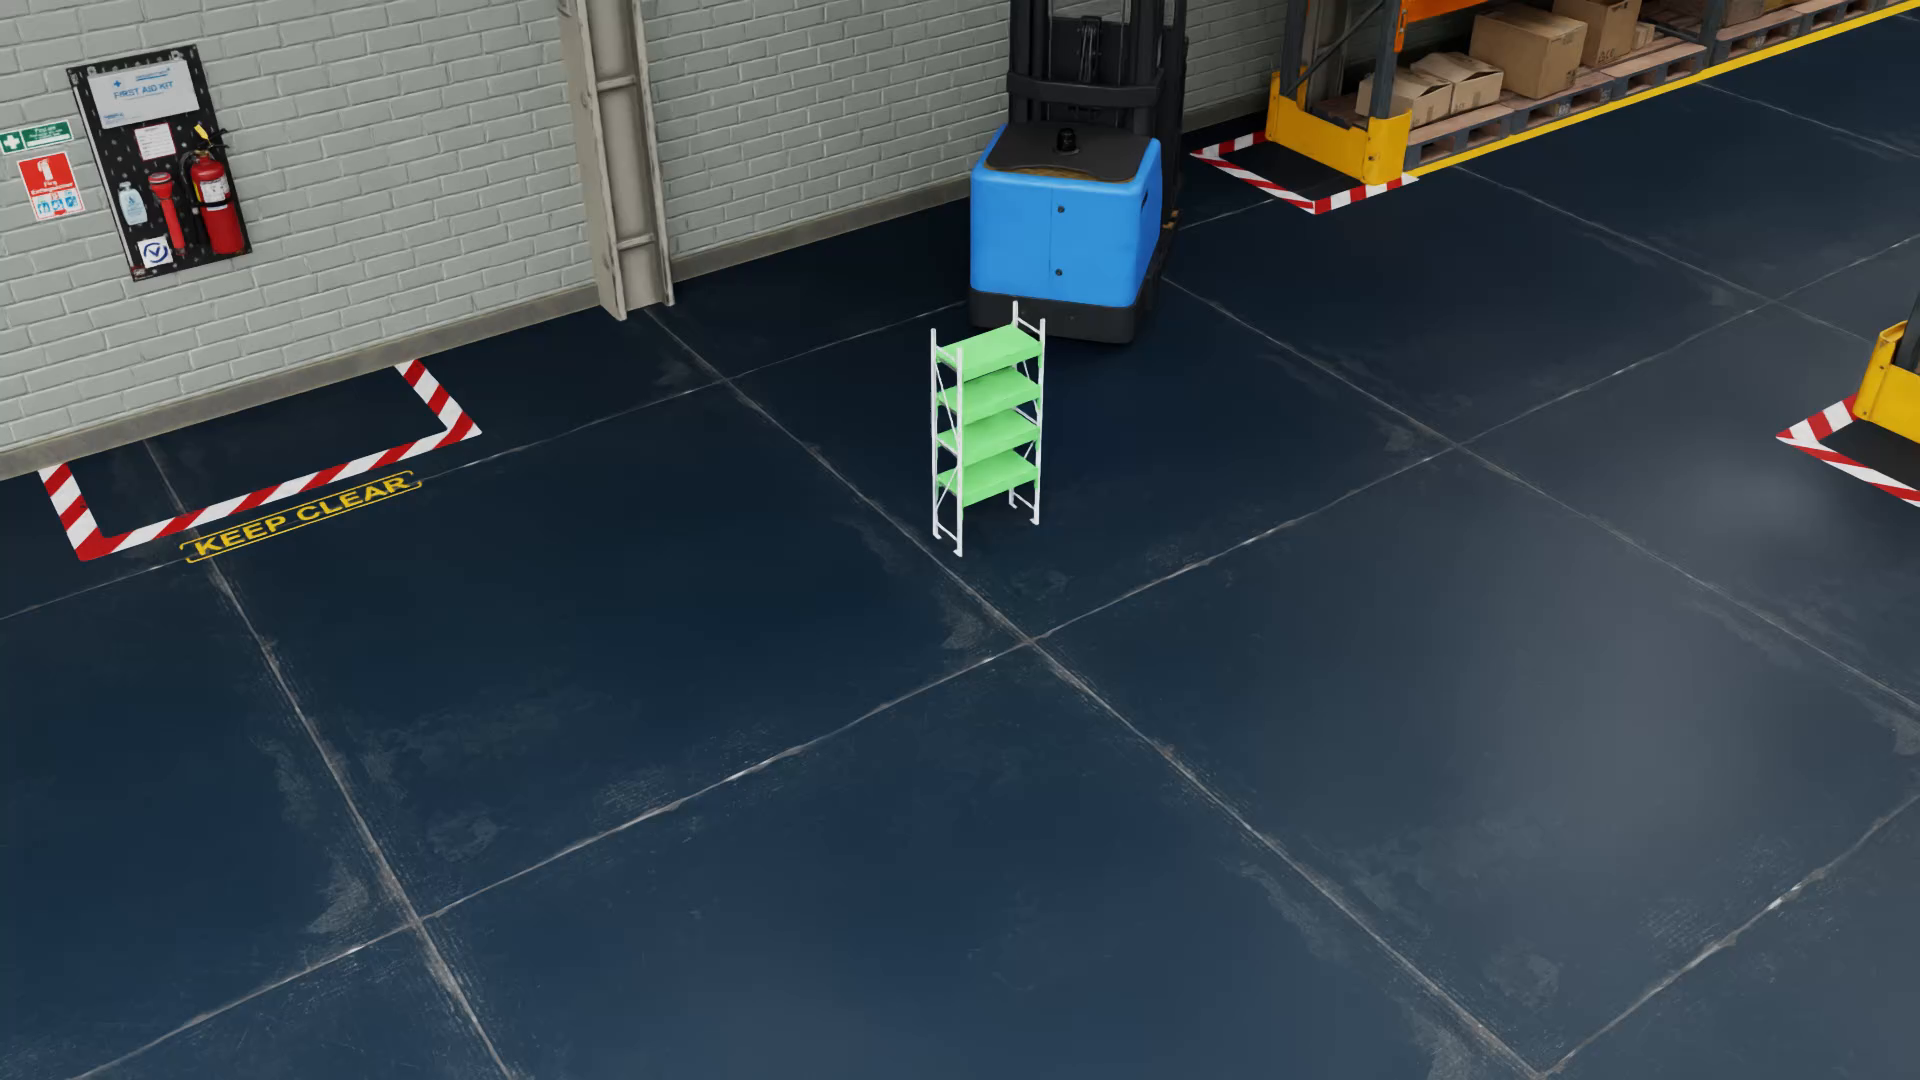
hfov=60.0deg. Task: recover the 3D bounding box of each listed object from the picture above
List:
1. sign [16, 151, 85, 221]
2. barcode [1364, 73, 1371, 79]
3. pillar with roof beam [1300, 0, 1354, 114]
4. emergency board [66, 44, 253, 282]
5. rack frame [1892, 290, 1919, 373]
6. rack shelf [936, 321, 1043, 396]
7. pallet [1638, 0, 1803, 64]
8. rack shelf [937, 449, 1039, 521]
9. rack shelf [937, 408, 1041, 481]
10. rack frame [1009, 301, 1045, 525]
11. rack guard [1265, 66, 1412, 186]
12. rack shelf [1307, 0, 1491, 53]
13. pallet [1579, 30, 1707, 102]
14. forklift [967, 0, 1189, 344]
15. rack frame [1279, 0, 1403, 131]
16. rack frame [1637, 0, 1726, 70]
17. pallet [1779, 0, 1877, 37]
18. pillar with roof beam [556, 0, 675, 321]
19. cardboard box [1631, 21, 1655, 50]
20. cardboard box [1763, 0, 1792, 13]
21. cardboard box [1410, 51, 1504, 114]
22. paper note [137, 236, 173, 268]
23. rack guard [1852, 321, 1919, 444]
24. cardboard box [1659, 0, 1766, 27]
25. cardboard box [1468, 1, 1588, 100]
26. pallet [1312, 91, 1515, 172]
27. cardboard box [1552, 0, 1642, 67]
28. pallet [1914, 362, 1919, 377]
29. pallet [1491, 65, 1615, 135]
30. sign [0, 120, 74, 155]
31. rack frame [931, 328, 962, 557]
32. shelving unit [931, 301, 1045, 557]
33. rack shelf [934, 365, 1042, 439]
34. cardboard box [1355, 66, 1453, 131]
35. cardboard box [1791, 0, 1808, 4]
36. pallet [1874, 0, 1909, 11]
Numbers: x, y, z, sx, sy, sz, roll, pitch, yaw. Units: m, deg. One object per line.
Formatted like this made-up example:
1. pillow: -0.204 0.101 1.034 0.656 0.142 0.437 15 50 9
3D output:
1. sign: -4.628 -1.802 8.469 0.234 0.329 0.001 -22 41 -28
2. barcode: 3.158 -3.584 12.896 0.075 0.075 0.001 -22 41 -28
3. pillar with roof beam: 5.310 -5.136 7.997 0.400 9.000 9.100 -22 41 -28
4. emergency board: -4.116 -1.924 8.669 0.643 1.169 0.194 -22 41 -28
5. rack frame: 5.613 -1.744 8.419 0.127 3.000 1.000 -22 41 -28
6. rack shelf: 0.135 -0.881 8.047 0.480 0.148 0.258 -22 41 -28
7. pallet: 6.661 -4.583 14.754 1.213 0.211 1.003 -22 41 -28
8. rack shelf: 0.135 -0.296 8.468 0.480 0.148 0.258 -22 41 -28
9. rack shelf: 0.135 -0.491 8.328 0.480 0.148 0.258 -22 41 -28
10. rack frame: 0.335 -0.625 8.405 0.015 1.200 0.240 -22 41 -28
11. rack guard: 2.818 -3.118 12.470 0.348 0.500 1.175 -22 41 -28
12. rack shelf: 4.391 -4.487 12.850 4.000 0.370 1.077 -22 41 -28
13. pallet: 5.497 -4.077 14.052 1.213 0.211 1.003 -22 41 -28
14. forklift: 0.912 -3.242 10.560 1.130 2.935 3.031 9 37 12
15. rack frame: 2.756 -4.107 11.704 0.127 3.000 1.000 -22 41 -28
16. rack frame: 6.026 -5.452 13.575 0.127 3.000 1.000 -22 41 -28
17. pallet: 7.659 -4.995 15.328 1.213 0.211 1.003 -22 41 -28
18. pillar with roof beam: 0.406 -3.118 5.191 0.400 9.000 9.100 -22 41 -28
19. cardboard box: 5.606 -4.286 14.004 0.250 0.166 0.380 -28 44 -33
20. cardboard box: 7.011 -5.069 14.807 0.500 0.500 0.700 -23 42 -29
21. cardboard box: 3.839 -3.575 12.892 0.500 0.311 0.500 -19 40 -24
22. paper note: -4.301 -1.540 8.890 0.142 0.148 0.016 -22 41 -28
23. rack guard: 5.593 -0.721 9.138 0.348 0.500 1.175 -22 41 -28
24. cardboard box: 6.618 -4.871 14.532 0.500 0.500 0.700 -21 41 -26
25. cardboard box: 4.468 -3.875 13.146 0.500 0.500 0.700 -25 43 -31
26. pallet: 3.503 -3.257 12.911 1.213 0.211 1.003 -22 41 -28
27. cardboard box: 5.200 -4.248 13.665 0.500 0.500 0.500 -26 43 -31
28. pallet: 6.214 -0.889 9.619 1.213 0.211 1.003 -22 41 -28
29. pallet: 4.499 -3.665 13.478 1.213 0.211 1.003 -22 41 -28
30. sign: -4.619 -2.014 8.310 0.331 0.109 0.001 -22 41 -28
31. rack frame: -0.064 -0.461 8.176 0.015 1.200 0.240 -22 41 -28
32. shelving unit: 0.135 -0.543 8.290 0.503 1.200 0.258 -22 41 -28
33. rack shelf: 0.135 -0.686 8.188 0.480 0.148 0.258 -22 41 -28
34. cardboard box: 3.373 -3.384 12.625 0.500 0.311 0.500 -28 44 -33
35. cardboard box: 7.452 -5.222 15.019 0.500 0.500 0.700 -22 41 -27
36. pallet: 8.656 -5.403 15.896 1.213 0.211 1.003 -22 41 -28
